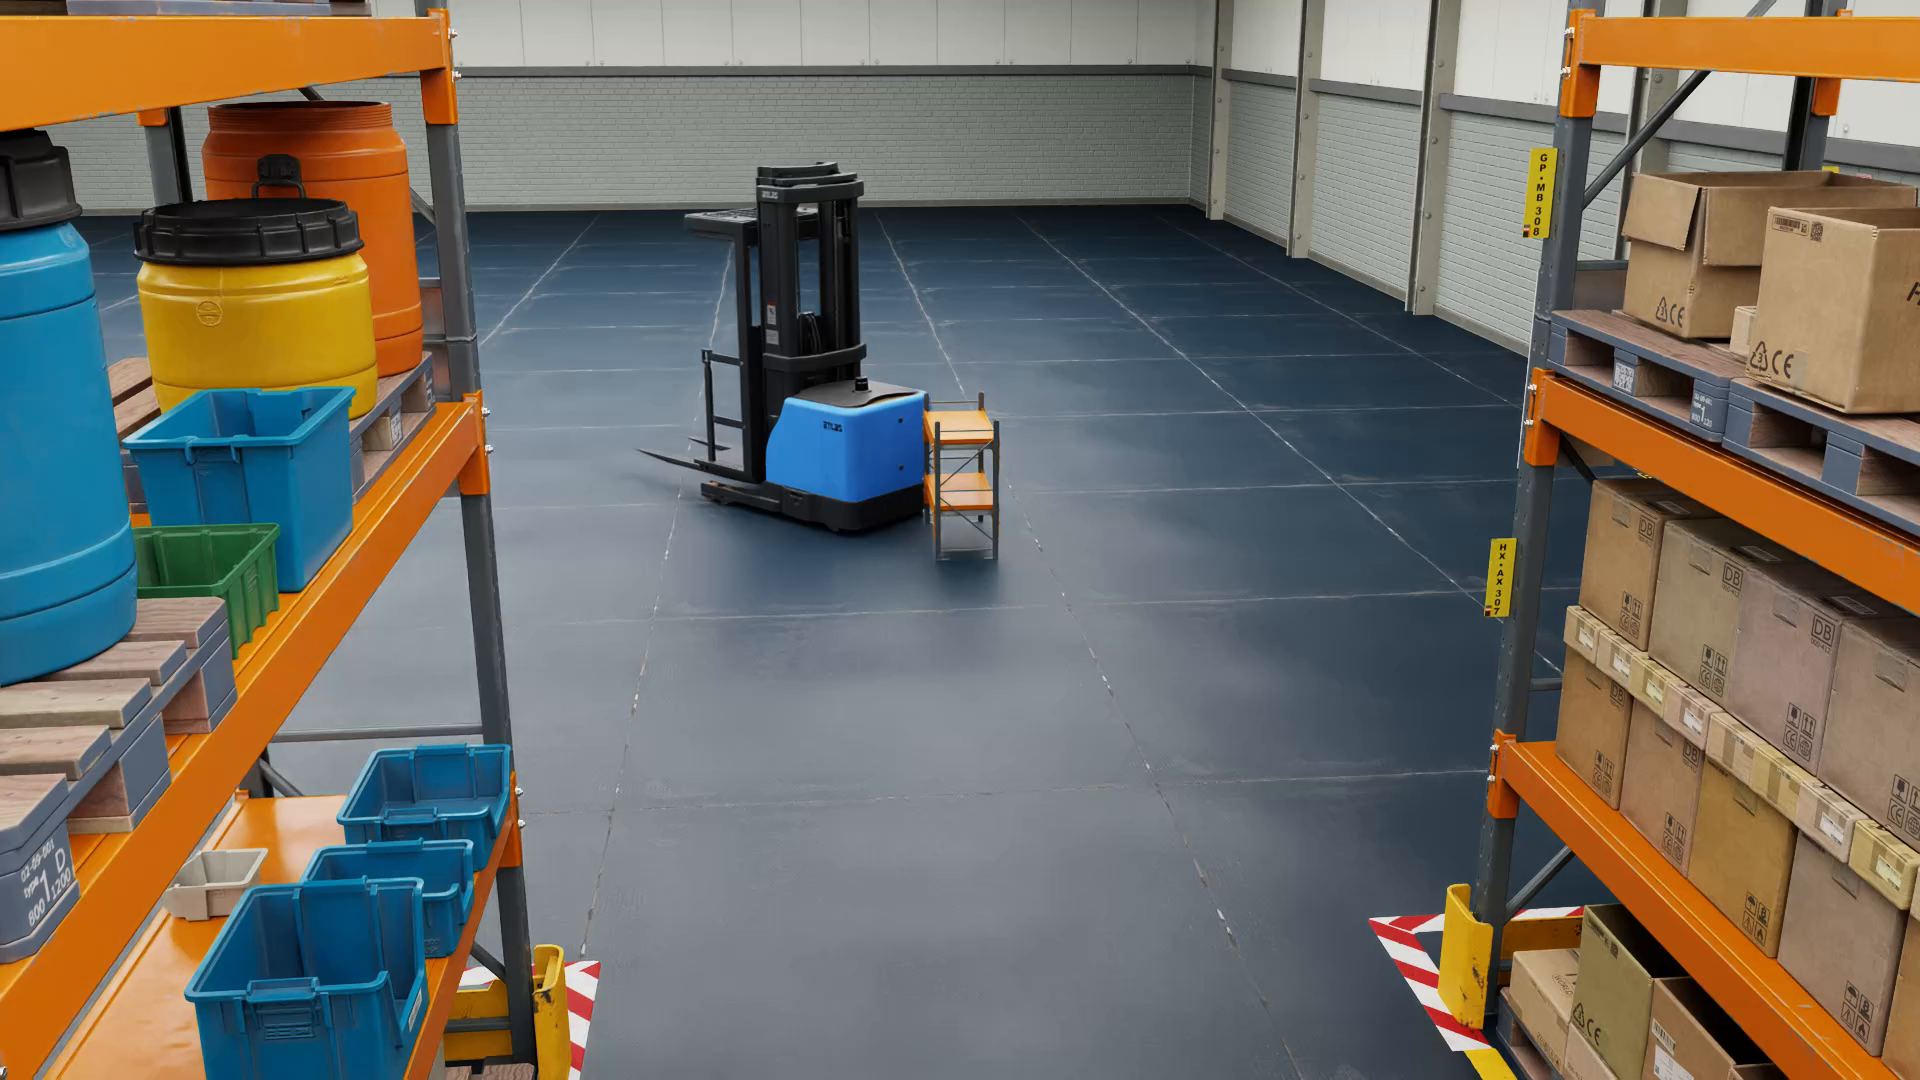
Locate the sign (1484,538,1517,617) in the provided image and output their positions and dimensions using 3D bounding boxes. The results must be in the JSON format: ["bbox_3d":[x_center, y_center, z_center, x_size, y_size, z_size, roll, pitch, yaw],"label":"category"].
[{"bbox_3d":[2.148,0.151,6.611,0.100,0.325,0.005,-2,18,-6],"label":"sign"}]

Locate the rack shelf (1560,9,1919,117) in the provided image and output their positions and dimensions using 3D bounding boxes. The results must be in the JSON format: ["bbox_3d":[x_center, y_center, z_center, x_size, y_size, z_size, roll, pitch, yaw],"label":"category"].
[{"bbox_3d":[2.907,-1.146,4.173,1.077,0.370,4.000,-2,18,-6],"label":"rack shelf"}]

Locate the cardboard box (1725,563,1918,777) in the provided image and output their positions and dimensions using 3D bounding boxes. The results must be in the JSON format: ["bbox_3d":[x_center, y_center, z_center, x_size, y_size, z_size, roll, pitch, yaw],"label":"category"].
[{"bbox_3d":[2.854,0.382,5.121,0.700,0.500,0.500,-2,18,-5],"label":"cardboard box"}]

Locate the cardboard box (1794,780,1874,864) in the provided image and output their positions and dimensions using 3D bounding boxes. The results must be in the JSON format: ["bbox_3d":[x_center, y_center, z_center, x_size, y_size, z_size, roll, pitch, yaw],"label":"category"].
[{"bbox_3d":[2.685,0.811,4.837,0.380,0.149,0.250,-2,18,-5],"label":"cardboard box"}]

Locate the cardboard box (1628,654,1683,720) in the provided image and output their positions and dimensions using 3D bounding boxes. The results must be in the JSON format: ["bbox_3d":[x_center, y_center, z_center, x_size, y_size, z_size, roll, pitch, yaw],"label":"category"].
[{"bbox_3d":[2.581,0.506,5.809,0.380,0.149,0.250,-2,18,-5],"label":"cardboard box"}]

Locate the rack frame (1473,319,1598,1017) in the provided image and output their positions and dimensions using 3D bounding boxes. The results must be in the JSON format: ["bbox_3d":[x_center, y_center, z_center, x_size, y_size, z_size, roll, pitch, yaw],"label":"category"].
[{"bbox_3d":[2.701,0.586,6.802,1.000,3.000,0.127,-2,18,-6],"label":"rack frame"}]

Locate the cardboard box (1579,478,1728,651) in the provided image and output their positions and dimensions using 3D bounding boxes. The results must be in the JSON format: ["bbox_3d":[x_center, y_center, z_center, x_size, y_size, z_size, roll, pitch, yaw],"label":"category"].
[{"bbox_3d":[2.741,0.075,6.098,0.700,0.500,0.500,-2,18,-5],"label":"cardboard box"}]

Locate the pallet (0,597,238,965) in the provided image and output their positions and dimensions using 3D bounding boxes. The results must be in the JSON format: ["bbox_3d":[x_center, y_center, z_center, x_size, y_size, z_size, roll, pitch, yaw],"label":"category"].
[{"bbox_3d":[-1.986,0.377,2.776,1.213,0.211,1.003,-2,18,-6],"label":"pallet"}]

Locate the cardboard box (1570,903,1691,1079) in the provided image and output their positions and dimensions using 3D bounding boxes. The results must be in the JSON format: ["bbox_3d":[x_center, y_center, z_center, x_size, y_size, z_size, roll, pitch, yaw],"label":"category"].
[{"bbox_3d":[2.588,1.656,6.033,0.500,0.500,0.500,-2,18,-6],"label":"cardboard box"}]

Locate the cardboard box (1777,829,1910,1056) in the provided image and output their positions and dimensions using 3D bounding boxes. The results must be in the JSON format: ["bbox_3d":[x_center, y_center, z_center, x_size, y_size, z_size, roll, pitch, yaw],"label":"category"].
[{"bbox_3d":[2.898,1.139,4.874,0.700,0.500,0.500,-1,17,-4],"label":"cardboard box"}]

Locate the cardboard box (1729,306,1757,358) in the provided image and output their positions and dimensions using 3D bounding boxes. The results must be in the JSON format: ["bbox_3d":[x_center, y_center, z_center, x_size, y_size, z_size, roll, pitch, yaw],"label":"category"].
[{"bbox_3d":[2.647,-0.636,5.172,0.380,0.149,0.250,-2,18,-6],"label":"cardboard box"}]

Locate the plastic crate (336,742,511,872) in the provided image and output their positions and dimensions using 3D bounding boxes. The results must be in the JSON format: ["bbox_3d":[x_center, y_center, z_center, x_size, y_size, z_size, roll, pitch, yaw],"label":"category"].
[{"bbox_3d":[-1.877,0.949,5.895,0.499,0.251,0.616,-2,18,-6],"label":"plastic crate"}]

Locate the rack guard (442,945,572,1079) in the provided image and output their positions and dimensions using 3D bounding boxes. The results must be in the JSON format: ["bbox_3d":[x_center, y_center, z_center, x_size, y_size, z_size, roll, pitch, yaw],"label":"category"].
[{"bbox_3d":[-2.172,1.952,6.625,1.175,0.500,0.348,-2,18,-6],"label":"rack guard"}]

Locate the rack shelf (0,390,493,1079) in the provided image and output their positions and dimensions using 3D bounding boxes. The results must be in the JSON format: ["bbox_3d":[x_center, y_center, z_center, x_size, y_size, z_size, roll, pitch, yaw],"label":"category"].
[{"bbox_3d":[-2.020,0.246,4.078,1.077,0.370,4.000,-2,18,-6],"label":"rack shelf"}]

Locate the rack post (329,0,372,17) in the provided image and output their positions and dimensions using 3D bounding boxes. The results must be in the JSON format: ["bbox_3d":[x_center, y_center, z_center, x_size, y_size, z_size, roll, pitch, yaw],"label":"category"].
[{"bbox_3d":[-2.275,-1.656,4.764,0.937,0.300,0.954,0,17,0],"label":"rack post"}]

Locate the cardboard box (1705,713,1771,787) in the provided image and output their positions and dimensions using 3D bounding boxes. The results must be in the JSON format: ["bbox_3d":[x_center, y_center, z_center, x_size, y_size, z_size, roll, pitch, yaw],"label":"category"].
[{"bbox_3d":[2.635,0.660,5.317,0.380,0.149,0.250,-2,18,-7],"label":"cardboard box"}]

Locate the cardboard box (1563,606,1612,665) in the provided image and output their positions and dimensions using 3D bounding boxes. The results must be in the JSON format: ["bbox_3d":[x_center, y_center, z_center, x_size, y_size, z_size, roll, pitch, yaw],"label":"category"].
[{"bbox_3d":[2.527,0.353,6.296,0.380,0.149,0.250,-2,18,-6],"label":"cardboard box"}]

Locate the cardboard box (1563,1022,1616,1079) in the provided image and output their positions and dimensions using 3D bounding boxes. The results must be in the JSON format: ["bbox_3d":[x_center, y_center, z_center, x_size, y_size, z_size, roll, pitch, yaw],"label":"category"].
[{"bbox_3d":[2.590,2.013,6.146,0.500,0.250,0.500,-2,18,-6],"label":"cardboard box"}]

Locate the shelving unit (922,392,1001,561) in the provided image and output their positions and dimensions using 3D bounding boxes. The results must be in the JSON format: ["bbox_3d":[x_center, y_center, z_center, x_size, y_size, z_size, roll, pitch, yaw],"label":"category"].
[{"bbox_3d":[0.001,-0.535,13.502,0.538,1.125,1.048,-2,18,-6],"label":"shelving unit"}]

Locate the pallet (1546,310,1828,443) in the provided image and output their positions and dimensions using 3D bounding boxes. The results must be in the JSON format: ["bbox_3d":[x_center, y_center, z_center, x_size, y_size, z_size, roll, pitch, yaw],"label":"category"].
[{"bbox_3d":[2.748,-0.591,5.692,1.003,0.211,1.213,-2,18,-6],"label":"pallet"}]

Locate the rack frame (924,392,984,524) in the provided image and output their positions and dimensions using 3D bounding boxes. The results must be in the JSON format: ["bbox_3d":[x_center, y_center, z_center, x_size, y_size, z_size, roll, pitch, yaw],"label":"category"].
[{"bbox_3d":[-0.052,-0.686,13.985,0.500,1.125,0.032,-2,18,-6],"label":"rack frame"}]

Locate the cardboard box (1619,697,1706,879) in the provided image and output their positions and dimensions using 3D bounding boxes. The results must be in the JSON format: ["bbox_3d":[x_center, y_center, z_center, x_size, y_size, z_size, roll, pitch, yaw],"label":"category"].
[{"bbox_3d":[2.795,0.834,5.845,0.700,0.500,0.500,-1,17,-4],"label":"cardboard box"}]

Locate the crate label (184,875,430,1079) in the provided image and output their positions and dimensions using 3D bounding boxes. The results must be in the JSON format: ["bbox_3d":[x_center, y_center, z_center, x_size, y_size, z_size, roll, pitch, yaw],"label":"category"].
[{"bbox_3d":[-1.768,1.261,4.593,0.502,0.435,0.616,-2,18,-6],"label":"crate label"}]

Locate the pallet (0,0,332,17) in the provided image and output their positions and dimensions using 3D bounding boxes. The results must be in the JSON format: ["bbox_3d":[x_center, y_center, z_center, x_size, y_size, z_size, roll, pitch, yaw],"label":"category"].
[{"bbox_3d":[-2.056,-1.260,3.652,1.003,0.211,1.213,-2,18,-6],"label":"pallet"}]

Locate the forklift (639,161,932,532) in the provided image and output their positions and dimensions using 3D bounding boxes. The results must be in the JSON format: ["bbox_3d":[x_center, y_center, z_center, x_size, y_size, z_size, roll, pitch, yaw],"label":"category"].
[{"bbox_3d":[-1.666,-1.812,14.556,3.031,2.935,1.130,15,23,39],"label":"forklift"}]

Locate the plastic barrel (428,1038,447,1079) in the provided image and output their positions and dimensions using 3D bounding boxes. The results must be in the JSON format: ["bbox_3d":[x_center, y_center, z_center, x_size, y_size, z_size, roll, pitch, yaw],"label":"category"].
[{"bbox_3d":[-2.083,1.919,6.011,0.421,0.512,0.421,0,17,0],"label":"plastic barrel"}]

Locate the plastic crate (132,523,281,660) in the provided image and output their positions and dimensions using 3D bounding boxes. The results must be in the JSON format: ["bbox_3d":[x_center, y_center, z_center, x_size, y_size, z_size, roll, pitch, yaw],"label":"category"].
[{"bbox_3d":[-1.706,0.121,3.629,0.336,0.188,0.450,-2,18,-6],"label":"plastic crate"}]

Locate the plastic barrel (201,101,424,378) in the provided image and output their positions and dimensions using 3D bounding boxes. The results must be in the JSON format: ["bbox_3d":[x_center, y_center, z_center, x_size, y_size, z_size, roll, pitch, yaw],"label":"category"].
[{"bbox_3d":[-2.050,-0.957,5.293,0.600,0.830,0.708,-2,18,-6],"label":"plastic barrel"}]

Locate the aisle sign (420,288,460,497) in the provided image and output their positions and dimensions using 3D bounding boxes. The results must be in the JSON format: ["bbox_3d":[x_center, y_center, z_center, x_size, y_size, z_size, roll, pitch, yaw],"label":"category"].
[{"bbox_3d":[-1.939,-0.533,6.026,0.394,0.787,0.004,-2,18,-6],"label":"aisle sign"}]

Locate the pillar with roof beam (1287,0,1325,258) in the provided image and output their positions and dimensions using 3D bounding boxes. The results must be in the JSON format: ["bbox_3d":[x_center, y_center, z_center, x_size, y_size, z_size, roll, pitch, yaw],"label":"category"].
[{"bbox_3d":[1.803,-9.266,28.167,9.100,9.000,0.400,-2,18,-6],"label":"pillar with roof beam"}]

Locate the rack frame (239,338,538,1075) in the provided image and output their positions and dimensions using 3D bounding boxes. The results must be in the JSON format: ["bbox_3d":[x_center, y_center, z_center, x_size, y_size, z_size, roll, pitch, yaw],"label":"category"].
[{"bbox_3d":[-2.227,0.738,6.318,1.000,3.000,0.127,-2,18,-6],"label":"rack frame"}]

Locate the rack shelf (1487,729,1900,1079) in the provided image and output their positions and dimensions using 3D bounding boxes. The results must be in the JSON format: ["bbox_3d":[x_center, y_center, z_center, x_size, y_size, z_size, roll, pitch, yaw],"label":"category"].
[{"bbox_3d":[2.907,1.525,5.012,1.077,0.370,4.000,-2,18,-6],"label":"rack shelf"}]

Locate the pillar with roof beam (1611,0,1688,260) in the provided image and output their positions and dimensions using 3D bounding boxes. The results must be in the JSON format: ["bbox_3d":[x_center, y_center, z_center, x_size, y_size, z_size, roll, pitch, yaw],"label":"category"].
[{"bbox_3d":[3.040,-5.691,16.779,9.100,9.000,0.400,-2,18,-6],"label":"pillar with roof beam"}]

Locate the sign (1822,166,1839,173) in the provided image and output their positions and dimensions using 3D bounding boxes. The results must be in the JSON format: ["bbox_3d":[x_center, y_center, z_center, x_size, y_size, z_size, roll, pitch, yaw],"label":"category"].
[{"bbox_3d":[3.242,-1.242,6.272,0.100,0.325,0.005,-2,18,-6],"label":"sign"}]

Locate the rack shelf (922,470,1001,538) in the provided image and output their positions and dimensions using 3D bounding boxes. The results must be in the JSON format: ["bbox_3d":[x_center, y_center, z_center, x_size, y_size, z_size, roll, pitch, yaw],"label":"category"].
[{"bbox_3d":[0.001,-0.301,13.575,0.538,0.278,1.000,-2,18,-6],"label":"rack shelf"}]

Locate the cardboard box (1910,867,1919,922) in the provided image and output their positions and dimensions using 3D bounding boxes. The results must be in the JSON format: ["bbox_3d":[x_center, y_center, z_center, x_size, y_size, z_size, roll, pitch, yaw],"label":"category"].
[{"bbox_3d":[2.743,0.968,4.336,0.380,0.149,0.250,-1,17,-4],"label":"cardboard box"}]

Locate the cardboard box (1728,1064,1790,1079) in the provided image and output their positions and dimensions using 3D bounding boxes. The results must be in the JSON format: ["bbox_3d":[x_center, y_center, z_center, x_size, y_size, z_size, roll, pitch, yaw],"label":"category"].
[{"bbox_3d":[2.687,1.954,5.084,0.500,0.500,0.500,-2,18,-6],"label":"cardboard box"}]
